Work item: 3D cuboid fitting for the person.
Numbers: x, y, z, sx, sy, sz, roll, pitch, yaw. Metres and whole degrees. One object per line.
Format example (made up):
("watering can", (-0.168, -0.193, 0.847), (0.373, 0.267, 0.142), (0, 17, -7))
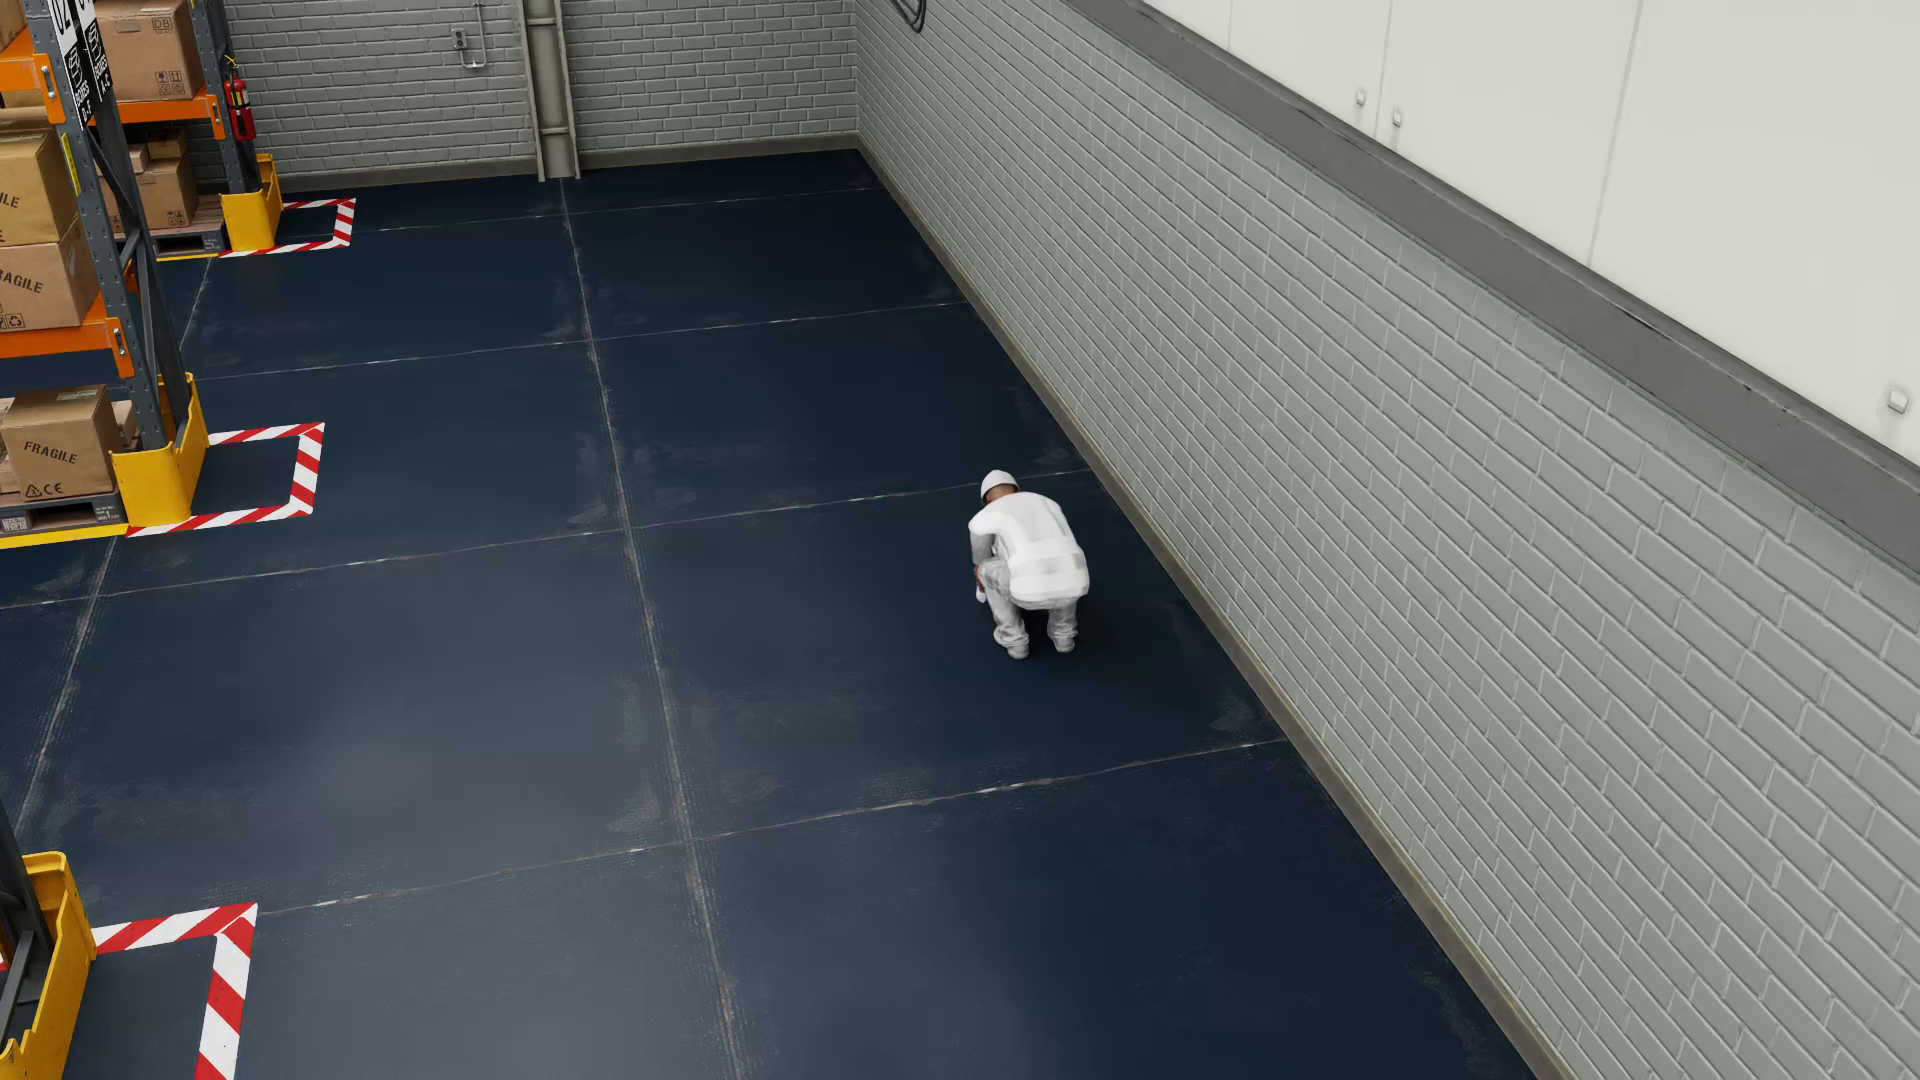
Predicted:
("person", (0.345, 0.166, 8.995), (0.564, 0.833, 0.962), (-8, 31, -14))
